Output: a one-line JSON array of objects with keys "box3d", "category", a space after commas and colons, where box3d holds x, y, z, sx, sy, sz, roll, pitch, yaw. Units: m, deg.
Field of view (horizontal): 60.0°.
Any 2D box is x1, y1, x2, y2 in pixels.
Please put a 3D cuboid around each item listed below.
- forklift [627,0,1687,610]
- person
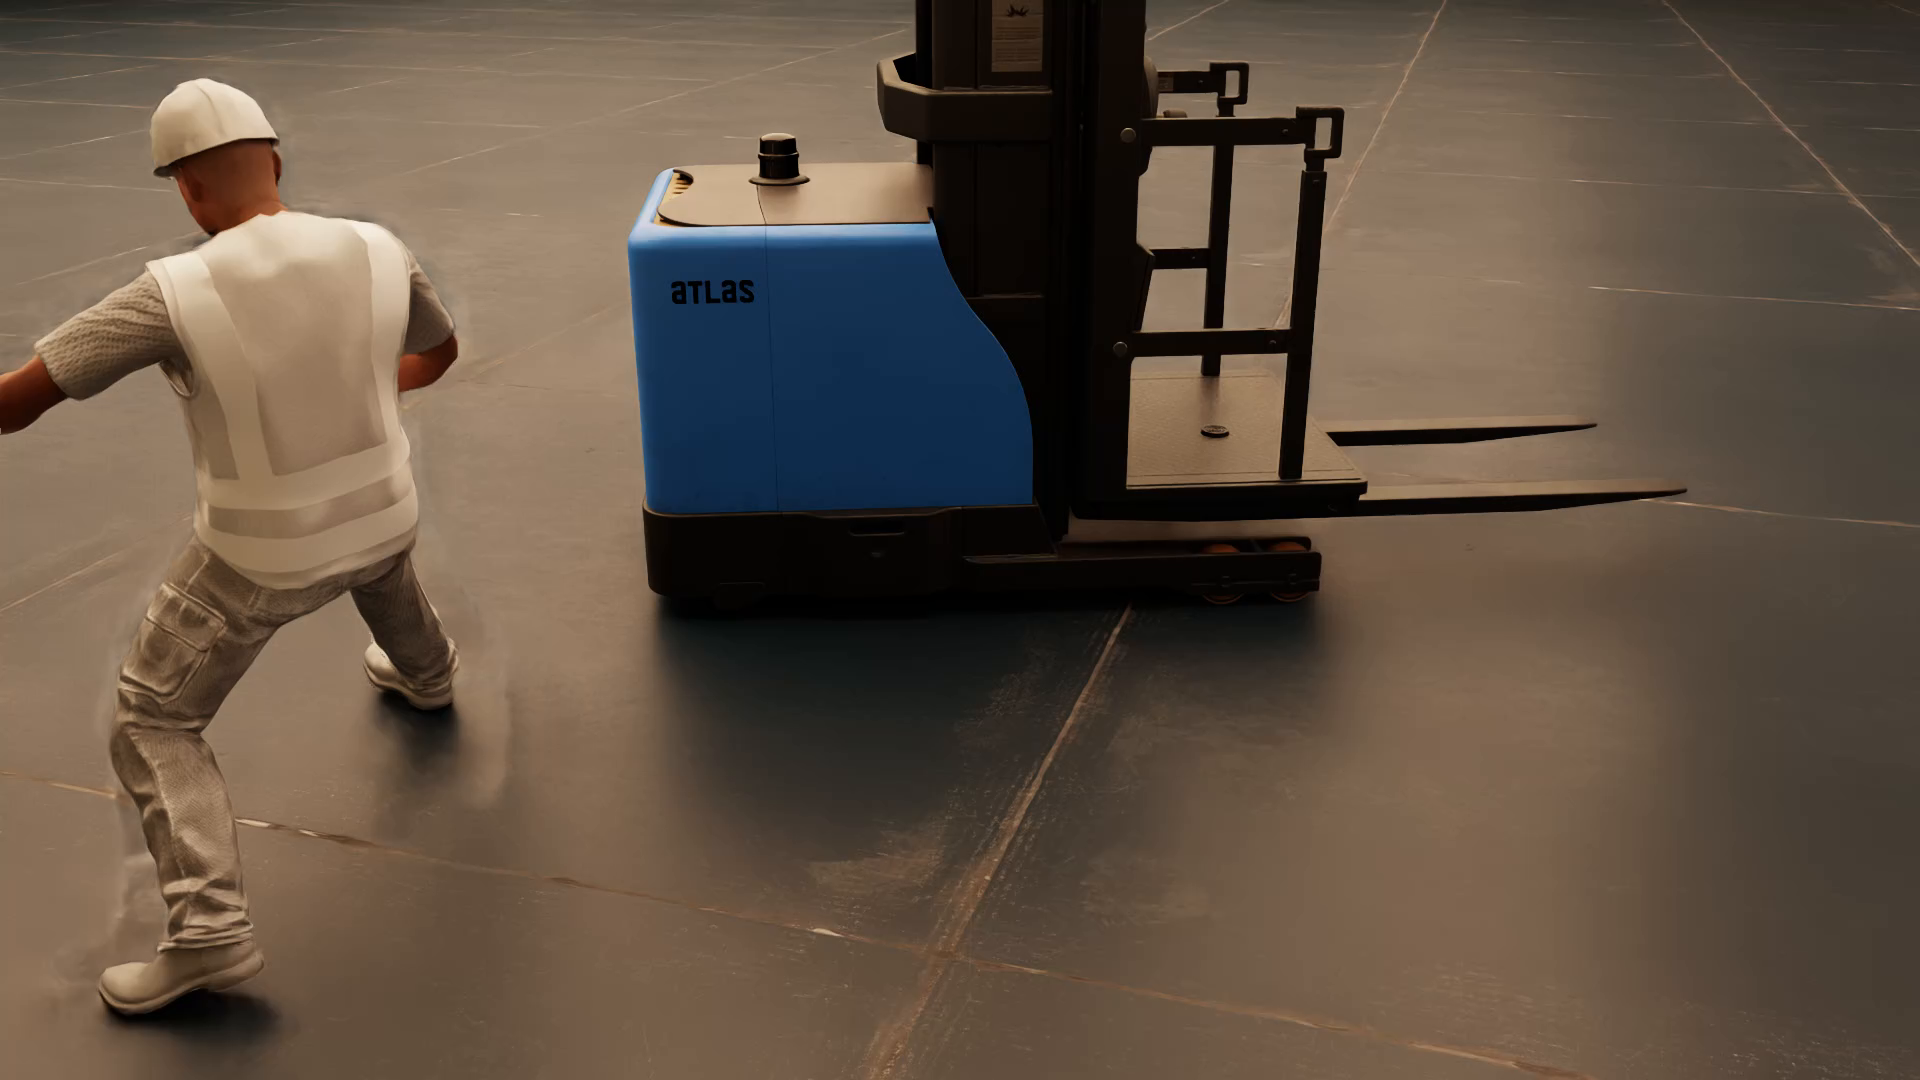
[{"box3d": [0.606, -1.374, 4.608, 3.031, 2.935, 1.130, -2, 23, -4], "category": "forklift"}, {"box3d": [-1.431, -0.109, 3.326, 1.020, 1.586, 1.140, 18, 28, 36], "category": "person"}]
